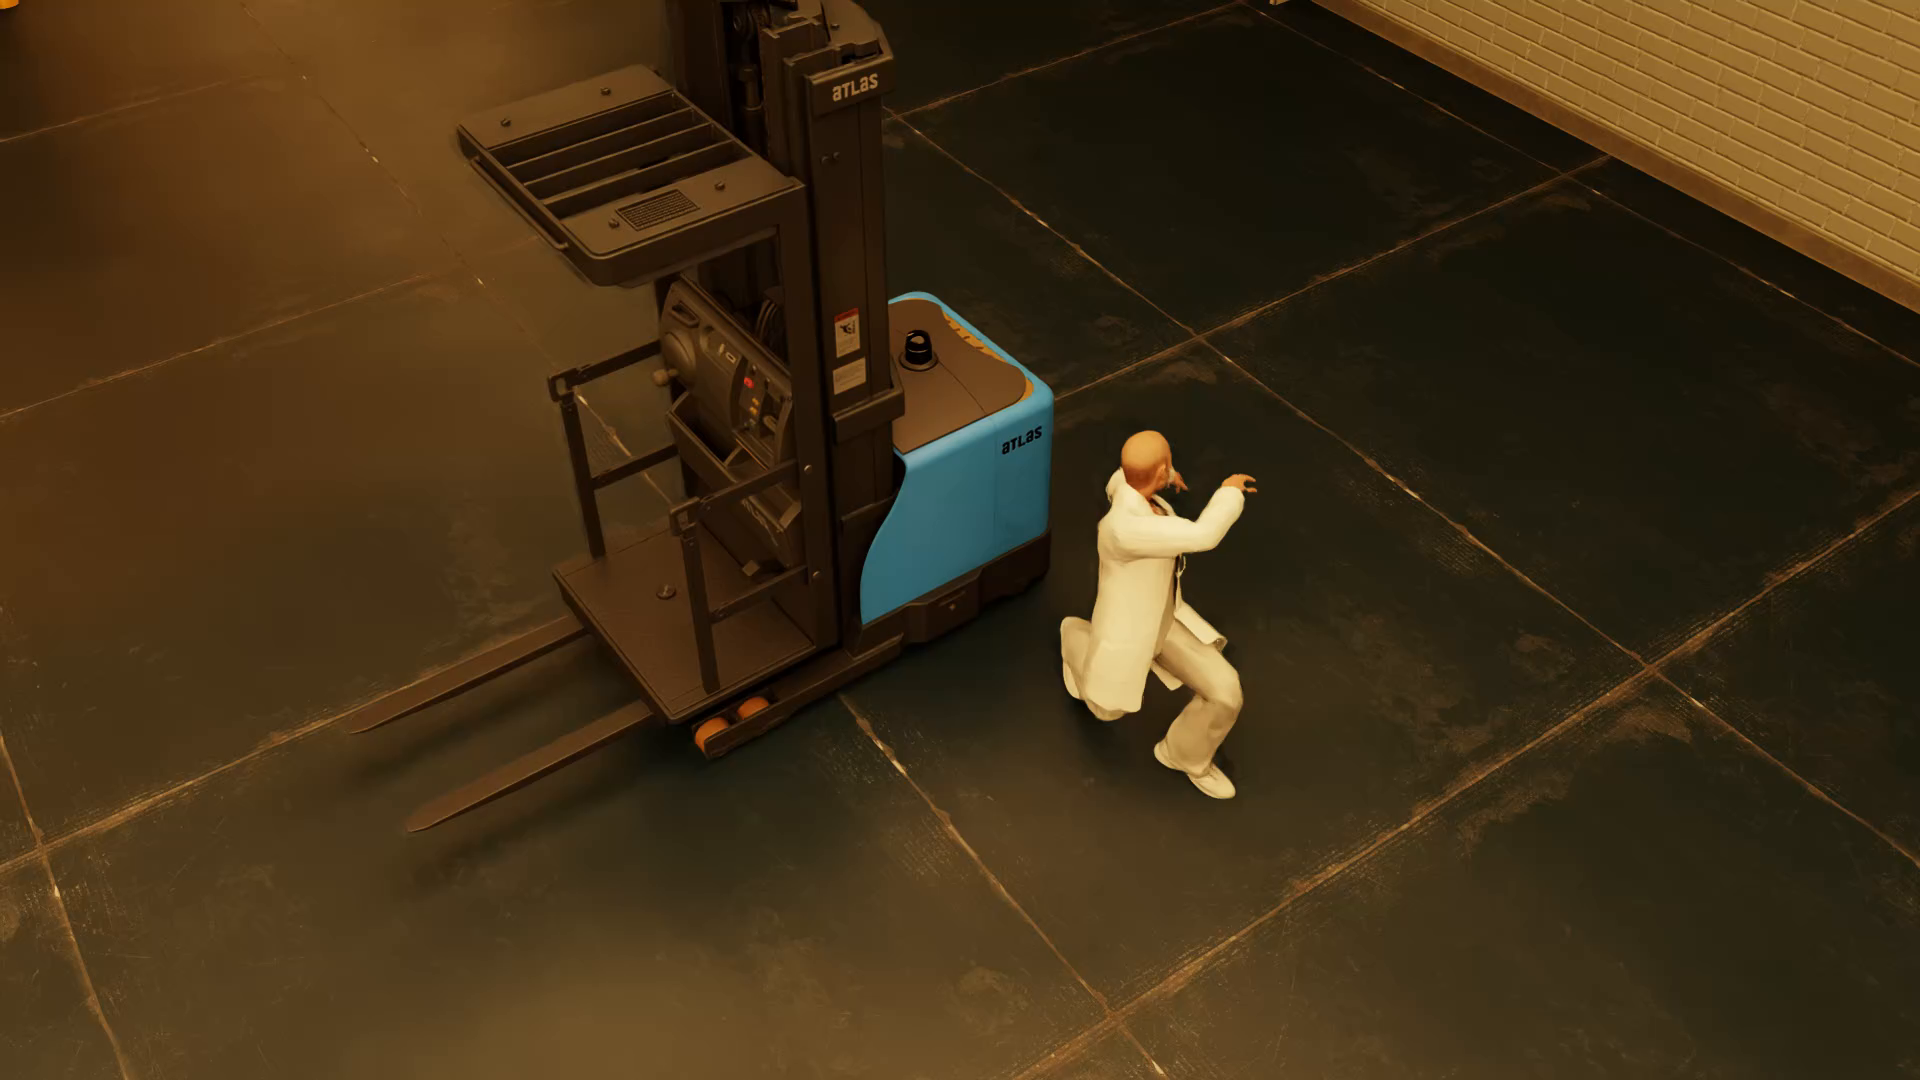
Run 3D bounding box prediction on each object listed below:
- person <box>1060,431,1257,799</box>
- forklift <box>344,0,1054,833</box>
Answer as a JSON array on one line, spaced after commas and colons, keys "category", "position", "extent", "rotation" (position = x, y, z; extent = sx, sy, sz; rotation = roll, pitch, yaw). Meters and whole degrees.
[{"category": "person", "position": [0.866, 0.174, 6.614], "extent": [1.046, 1.479, 0.958], "rotation": [34, 52, 31]}, {"category": "forklift", "position": [-1.077, -0.587, 6.352], "extent": [3.031, 2.935, 1.130], "rotation": [-26, 49, -26]}]
